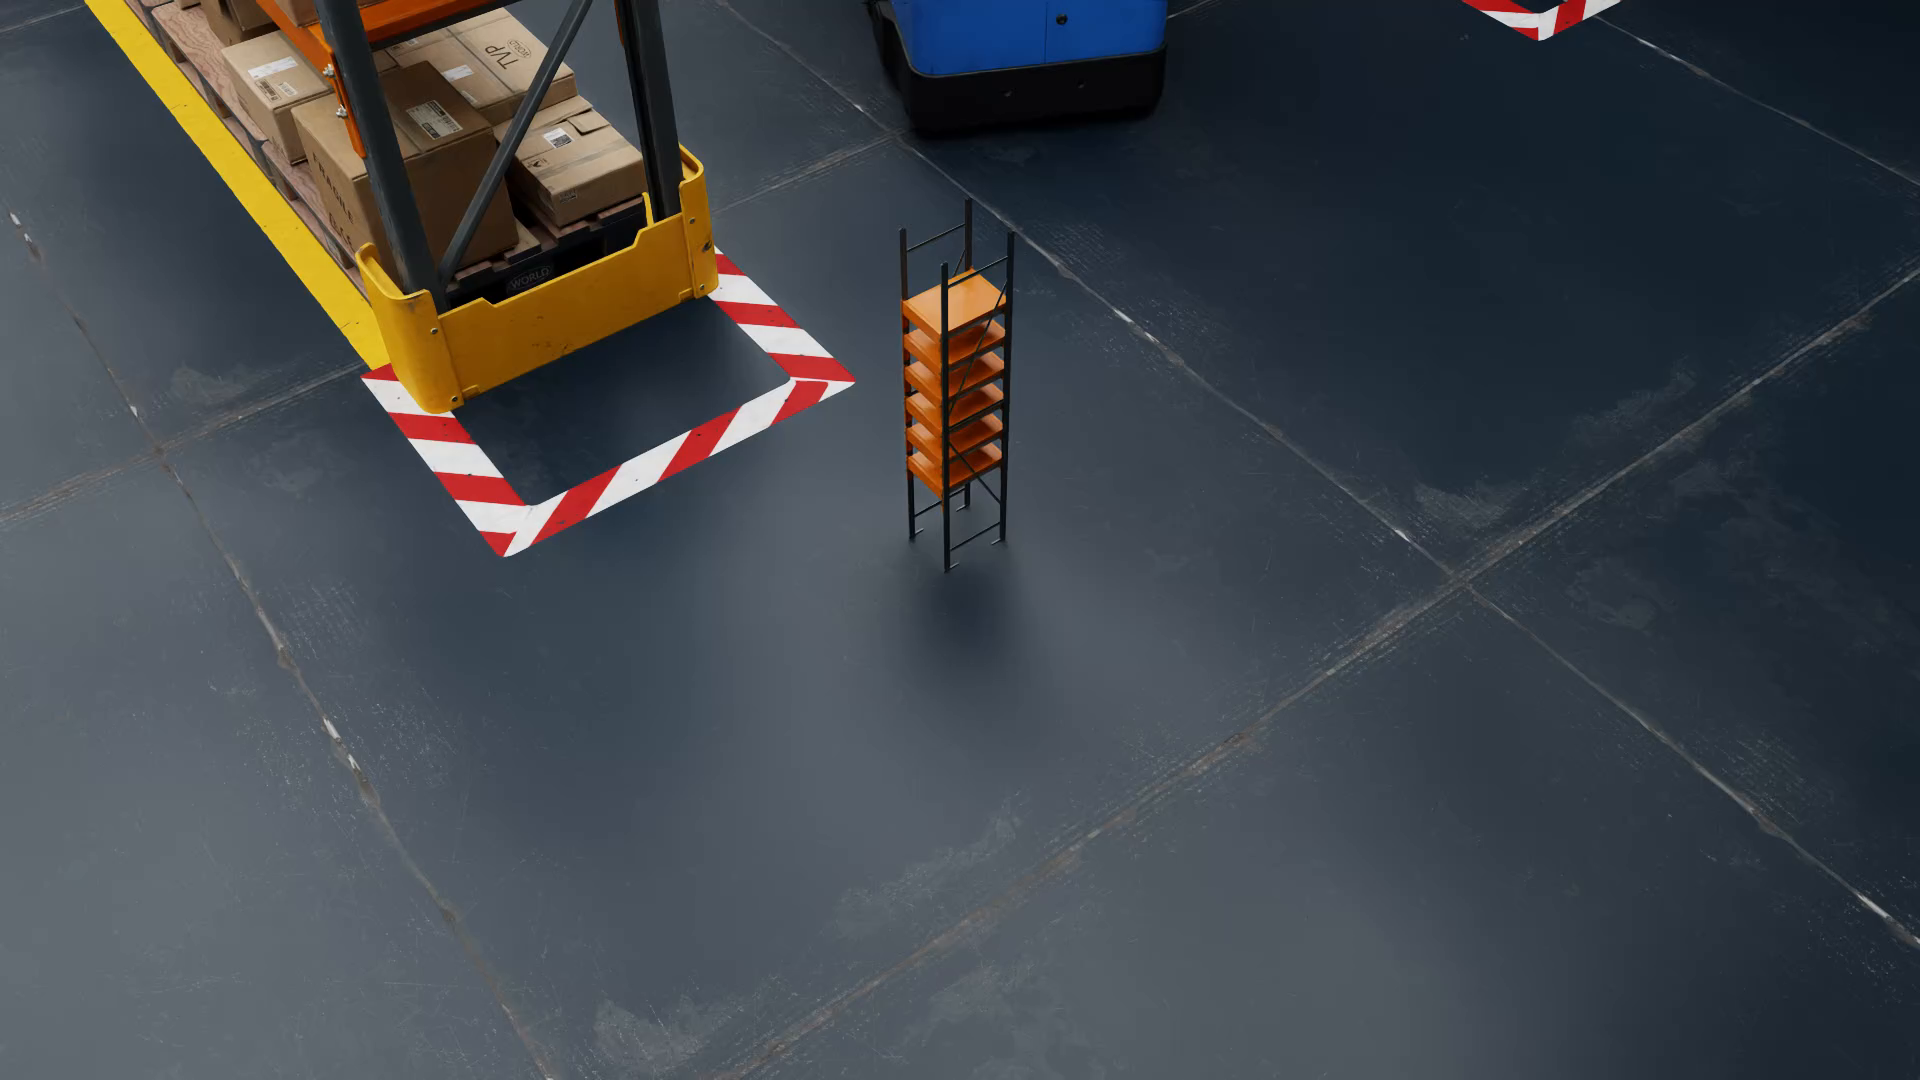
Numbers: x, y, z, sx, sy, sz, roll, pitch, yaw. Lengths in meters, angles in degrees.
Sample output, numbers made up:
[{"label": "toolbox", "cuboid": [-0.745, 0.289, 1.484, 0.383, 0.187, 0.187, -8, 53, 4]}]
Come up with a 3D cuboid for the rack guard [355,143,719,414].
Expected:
[{"label": "rack guard", "cuboid": [-1.428, -0.939, 5.763, 1.175, 0.500, 0.348, -29, 54, -24]}]

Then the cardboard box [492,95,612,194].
[{"label": "cardboard box", "cuboid": [-1.513, -1.478, 6.181, 0.380, 0.166, 0.250, -29, 54, -24]}]

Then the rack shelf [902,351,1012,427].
[{"label": "rack shelf", "cuboid": [-0.009, -0.462, 4.757, 0.258, 0.103, 0.180, -29, 54, -24]}]

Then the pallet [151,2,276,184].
[{"label": "pallet", "cuboid": [-2.646, -2.030, 6.948, 1.003, 0.211, 1.213, -29, 54, -24]}]

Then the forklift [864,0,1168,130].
[{"label": "forklift", "cuboid": [0.030, -3.735, 6.658, 1.130, 2.935, 3.031, -9, 48, -8]}]

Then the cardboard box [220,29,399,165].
[{"label": "cardboard box", "cuboid": [-2.458, -1.741, 6.363, 0.500, 0.250, 0.500, -29, 54, -24]}]

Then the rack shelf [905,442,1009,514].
[{"label": "rack shelf", "cuboid": [-0.009, -0.220, 5.024, 0.258, 0.103, 0.180, -29, 54, -24]}]

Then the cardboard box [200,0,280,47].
[{"label": "cardboard box", "cuboid": [-2.662, -2.296, 6.695, 0.797, 0.503, 0.637, -29, 54, -24]}]

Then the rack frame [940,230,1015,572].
[{"label": "rack frame", "cuboid": [0.047, -0.358, 4.764, 0.240, 1.200, 0.006, -29, 54, -24]}]

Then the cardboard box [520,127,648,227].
[{"label": "cardboard box", "cuboid": [-1.362, -1.325, 6.054, 0.380, 0.149, 0.250, -29, 54, -24]}]

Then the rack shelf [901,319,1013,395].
[{"label": "rack shelf", "cuboid": [-0.009, -0.543, 4.668, 0.258, 0.103, 0.180, -29, 54, -24]}]

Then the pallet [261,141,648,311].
[{"label": "pallet", "cuboid": [-1.911, -1.311, 6.296, 1.003, 0.211, 1.213, -29, 54, -24]}]

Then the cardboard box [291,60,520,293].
[{"label": "cardboard box", "cuboid": [-1.907, -1.252, 5.750, 0.500, 0.500, 0.500, -29, 54, -24]}]

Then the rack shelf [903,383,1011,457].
[{"label": "rack shelf", "cuboid": [-0.009, -0.382, 4.846, 0.258, 0.103, 0.180, -29, 54, -24]}]

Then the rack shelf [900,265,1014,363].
[{"label": "rack shelf", "cuboid": [-0.009, -0.623, 4.579, 0.258, 0.103, 0.180, -29, 54, -24]}]

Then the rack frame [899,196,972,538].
[{"label": "rack frame", "cuboid": [-0.064, -0.465, 4.862, 0.240, 1.200, 0.006, -29, 54, -24]}]

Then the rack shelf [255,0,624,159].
[{"label": "rack shelf", "cuboid": [-2.593, -2.671, 6.132, 1.077, 0.370, 4.000, -29, 54, -24]}]

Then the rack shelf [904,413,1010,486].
[{"label": "rack shelf", "cuboid": [-0.009, -0.301, 4.935, 0.258, 0.103, 0.180, -29, 54, -24]}]

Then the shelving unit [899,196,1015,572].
[{"label": "shelving unit", "cuboid": [-0.009, -0.412, 4.813, 0.258, 1.200, 0.189, -29, 54, -24]}]

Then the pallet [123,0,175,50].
[{"label": "pallet", "cuboid": [-3.389, -2.750, 7.601, 1.003, 0.211, 1.213, -29, 54, -24]}]

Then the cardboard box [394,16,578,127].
[{"label": "cardboard box", "cuboid": [-1.788, -1.700, 6.326, 0.500, 0.250, 0.500, -29, 54, -24]}]

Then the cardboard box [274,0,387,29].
[{"label": "cardboard box", "cuboid": [-1.869, -1.909, 4.888, 0.500, 0.500, 0.500, -28, 54, -23]}]

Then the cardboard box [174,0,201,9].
[{"label": "cardboard box", "cuboid": [-3.190, -2.438, 7.051, 0.380, 0.166, 0.250, -29, 54, -24]}]

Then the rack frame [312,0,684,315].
[{"label": "rack frame", "cuboid": [-1.382, -1.733, 4.797, 1.000, 3.000, 0.127, -29, 54, -24]}]

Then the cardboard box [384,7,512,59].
[{"label": "cardboard box", "cuboid": [-2.091, -1.995, 6.593, 0.500, 0.250, 0.500, -29, 54, -24]}]
